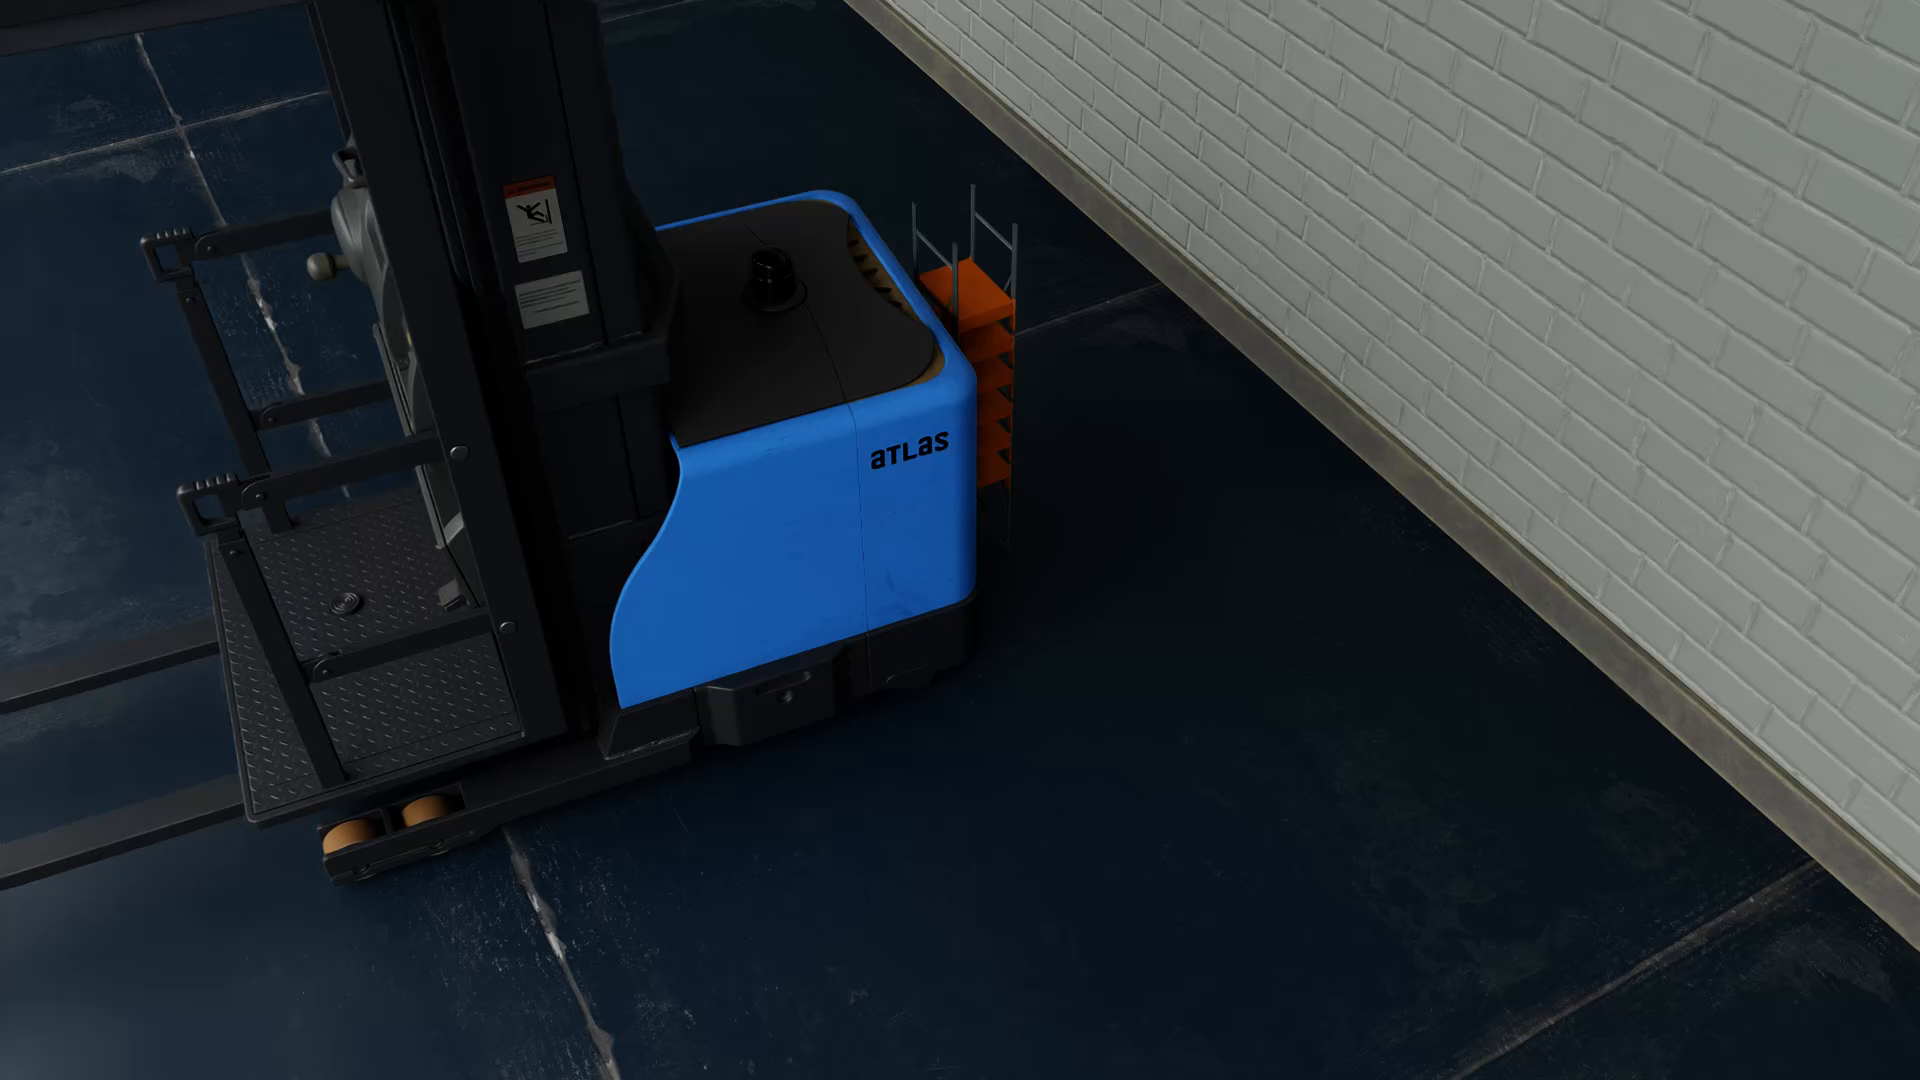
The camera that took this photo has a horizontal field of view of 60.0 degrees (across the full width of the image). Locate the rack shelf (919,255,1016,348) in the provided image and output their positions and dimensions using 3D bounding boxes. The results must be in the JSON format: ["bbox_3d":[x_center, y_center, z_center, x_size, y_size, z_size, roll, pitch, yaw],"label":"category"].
[{"bbox_3d":[0.013,-0.662,4.618,0.180,0.103,0.258,-22,48,-21],"label":"rack shelf"}]

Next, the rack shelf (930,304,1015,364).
[{"bbox_3d":[0.013,-0.576,4.701,0.180,0.103,0.258,-22,48,-21],"label":"rack shelf"}]

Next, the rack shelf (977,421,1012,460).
[{"bbox_3d":[0.013,-0.318,4.952,0.180,0.103,0.258,-22,48,-21],"label":"rack shelf"}]

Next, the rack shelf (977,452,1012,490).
[{"bbox_3d":[0.013,-0.231,5.035,0.180,0.103,0.258,-22,48,-21],"label":"rack shelf"}]

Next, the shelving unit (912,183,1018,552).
[{"bbox_3d":[0.013,-0.436,4.837,0.189,1.200,0.258,-22,48,-21],"label":"shelving unit"}]

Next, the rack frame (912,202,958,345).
[{"bbox_3d":[-0.067,-0.404,4.805,0.006,1.200,0.240,-22,48,-21],"label":"rack frame"}]

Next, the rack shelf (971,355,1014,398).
[{"bbox_3d":[0.013,-0.490,4.785,0.180,0.103,0.258,-22,48,-21],"label":"rack shelf"}]

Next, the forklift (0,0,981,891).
[{"bbox_3d":[-1.505,-0.586,3.749,3.031,2.935,1.130,-17,47,-17],"label":"forklift"}]

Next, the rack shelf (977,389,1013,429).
[{"bbox_3d":[0.013,-0.404,4.868,0.180,0.103,0.258,-22,48,-21],"label":"rack shelf"}]

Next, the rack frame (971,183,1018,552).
[{"bbox_3d":[0.092,-0.467,4.870,0.006,1.200,0.240,-22,48,-21],"label":"rack frame"}]
